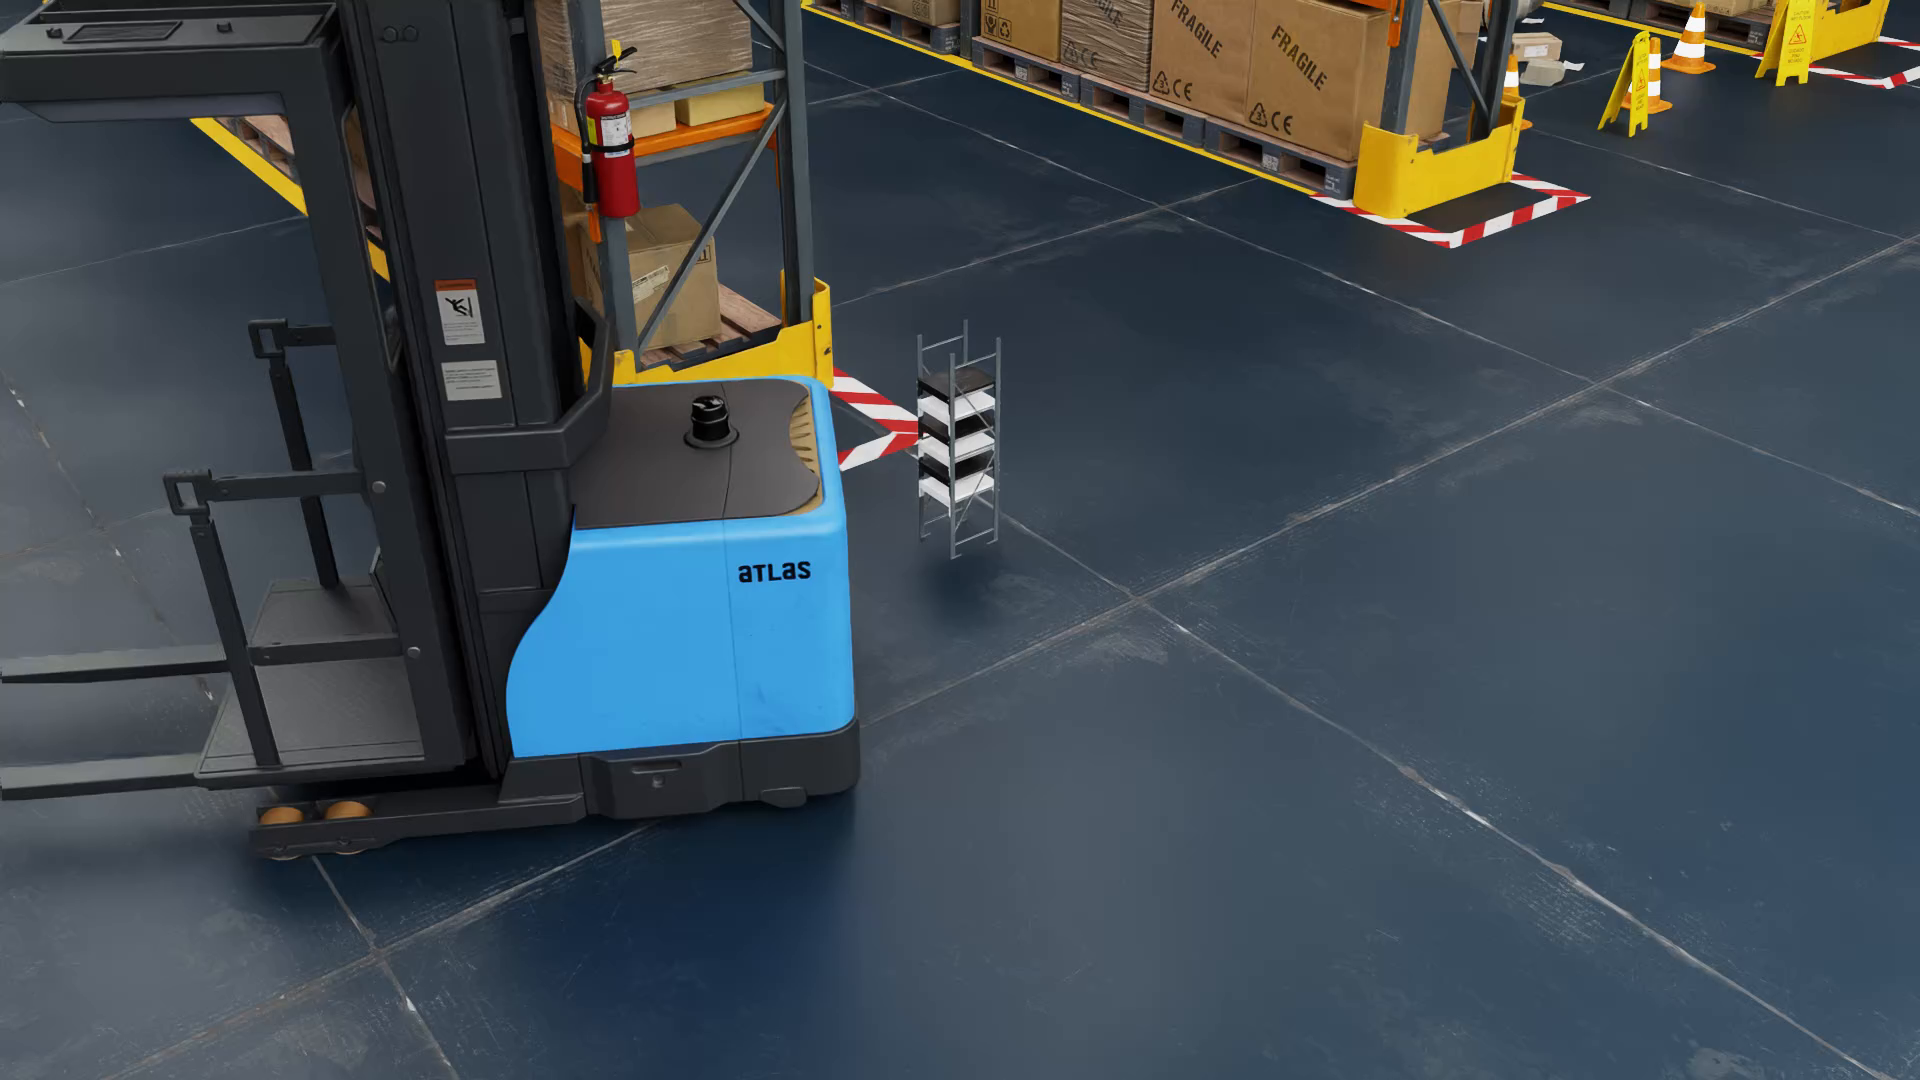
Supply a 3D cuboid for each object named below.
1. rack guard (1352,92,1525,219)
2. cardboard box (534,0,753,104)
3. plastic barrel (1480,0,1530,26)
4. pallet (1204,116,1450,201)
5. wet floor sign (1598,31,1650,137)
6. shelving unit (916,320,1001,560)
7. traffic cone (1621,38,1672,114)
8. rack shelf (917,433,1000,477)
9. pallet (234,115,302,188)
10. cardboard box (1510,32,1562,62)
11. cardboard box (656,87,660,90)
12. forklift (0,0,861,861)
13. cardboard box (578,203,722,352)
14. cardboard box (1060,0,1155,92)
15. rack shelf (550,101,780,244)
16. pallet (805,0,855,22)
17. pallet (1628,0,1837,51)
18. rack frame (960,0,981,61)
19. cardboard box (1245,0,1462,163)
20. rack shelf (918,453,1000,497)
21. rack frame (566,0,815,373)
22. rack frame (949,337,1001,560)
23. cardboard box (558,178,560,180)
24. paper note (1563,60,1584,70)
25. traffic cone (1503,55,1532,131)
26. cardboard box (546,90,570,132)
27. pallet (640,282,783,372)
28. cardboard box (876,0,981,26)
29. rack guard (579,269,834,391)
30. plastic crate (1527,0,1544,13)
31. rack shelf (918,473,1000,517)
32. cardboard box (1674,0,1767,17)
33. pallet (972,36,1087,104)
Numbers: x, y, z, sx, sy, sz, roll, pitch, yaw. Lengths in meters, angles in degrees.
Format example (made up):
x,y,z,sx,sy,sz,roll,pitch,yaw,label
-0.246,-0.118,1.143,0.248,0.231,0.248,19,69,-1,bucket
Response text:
x,y,z,sx,sy,sz,roll,pitch,yaw,label
2.899,-2.348,10.056,1.175,0.500,0.348,-22,38,-31,rack guard
-1.412,-2.264,7.175,0.875,0.500,0.500,-22,38,-31,cardboard box
4.269,-4.340,13.336,0.512,0.421,0.421,1,32,2,plastic barrel
2.332,-2.543,10.644,1.003,0.211,1.213,-22,38,-31,pallet
4.466,-3.048,11.046,0.232,0.644,0.267,26,40,35,wet floor sign
-0.005,-0.386,6.518,0.258,0.900,0.210,-22,38,-31,shelving unit
4.781,-3.247,11.539,0.336,0.463,0.334,-22,38,-31,traffic cone
-0.005,-0.357,6.536,0.258,0.077,0.200,-22,38,-31,rack shelf
-4.028,-2.663,10.838,1.003,0.211,1.213,-22,38,-31,pallet
4.333,-3.745,12.638,0.380,0.149,0.250,-4,32,-7,cardboard box
-1.221,-2.057,7.456,0.380,0.149,0.250,-22,38,-31,cardboard box
-1.880,-0.550,4.857,3.031,2.935,1.130,-4,32,-6,forklift
-1.466,-1.239,7.873,0.500,0.500,0.500,-15,35,-23,cardboard box
1.317,-3.703,11.485,0.875,0.875,0.875,-22,38,-31,cardboard box
-2.323,-2.385,8.429,1.077,0.370,4.000,-22,38,-31,rack shelf
-0.854,-4.708,14.130,1.003,0.211,1.213,-22,38,-31,pallet
6.215,-4.260,13.409,1.003,0.211,1.213,-22,38,-31,pallet
0.431,-5.087,12.097,1.000,3.000,0.127,-22,38,-31,rack frame
2.416,-2.957,10.283,0.875,0.875,0.875,-22,38,-31,cardboard box
-0.005,-0.281,6.583,0.258,0.077,0.200,-22,38,-31,rack shelf
-1.096,-1.857,6.897,1.000,3.000,0.127,-22,38,-31,rack frame
0.057,-0.343,6.450,0.240,0.900,0.006,-22,38,-31,rack frame
-2.228,-1.744,8.686,0.500,0.500,0.500,-19,36,-27,cardboard box
4.580,-3.552,12.440,0.142,0.019,0.148,18,36,27,paper note
3.680,-3.023,11.178,0.336,0.463,0.334,-22,38,-31,traffic cone
-1.587,-1.907,7.215,0.380,0.149,0.250,-22,38,-31,cardboard box
-1.613,-1.054,8.247,1.003,0.211,1.213,-22,38,-31,pallet
-0.021,-4.539,12.949,1.050,0.750,0.750,-22,38,-32,cardboard box
-1.143,-0.827,7.607,1.175,0.500,0.348,-22,38,-31,rack guard
4.594,-4.570,14.033,0.583,0.080,0.402,18,36,27,plastic crate
-0.005,-0.204,6.631,0.258,0.077,0.200,-22,38,-31,rack shelf
6.009,-4.333,13.092,0.500,0.250,0.500,-22,38,-32,cardboard box
0.836,-3.560,12.282,1.003,0.211,1.213,-22,38,-31,pallet
